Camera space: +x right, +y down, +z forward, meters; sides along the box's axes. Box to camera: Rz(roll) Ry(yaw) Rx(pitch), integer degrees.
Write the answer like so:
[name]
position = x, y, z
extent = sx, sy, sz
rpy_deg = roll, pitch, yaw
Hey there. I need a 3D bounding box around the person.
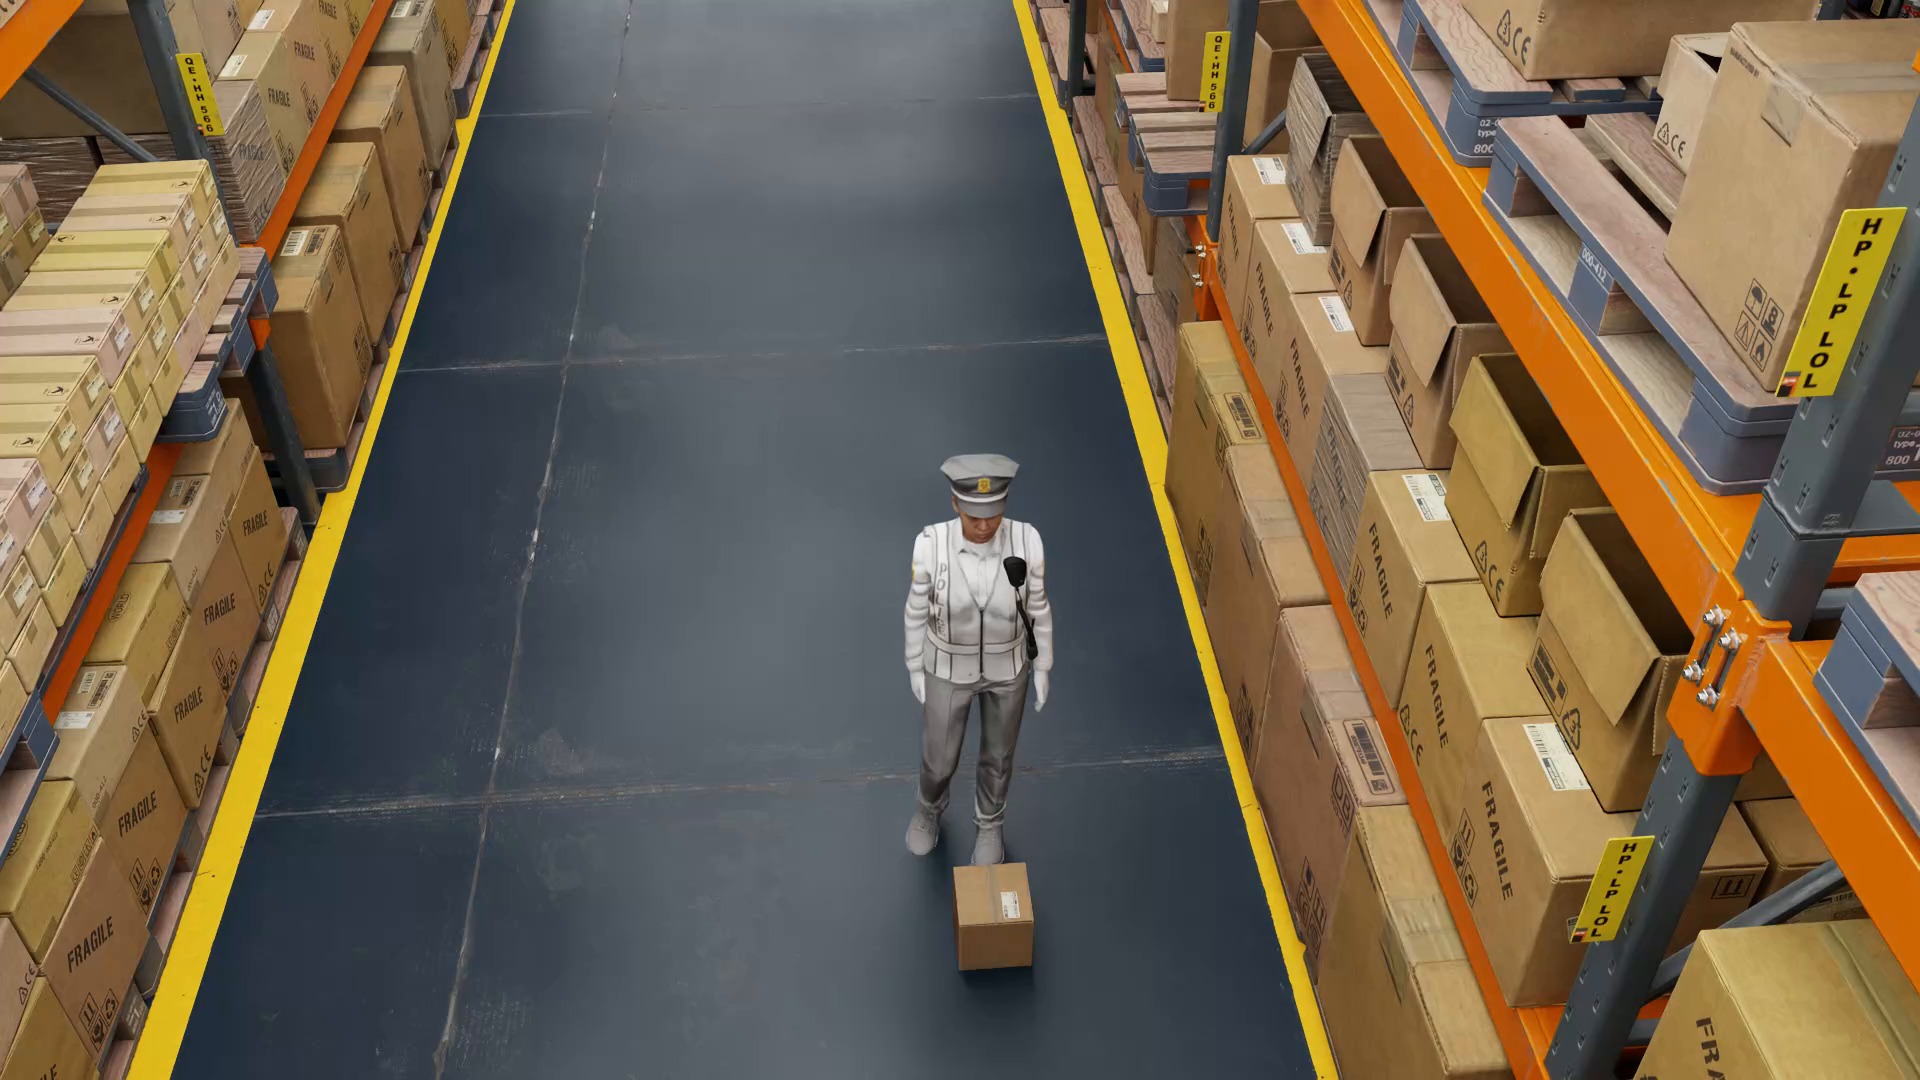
[person]
position = 0.059, 0.457, 5.596
extent = 0.517, 1.728, 0.411
rpy_deg = -4, 39, -5
